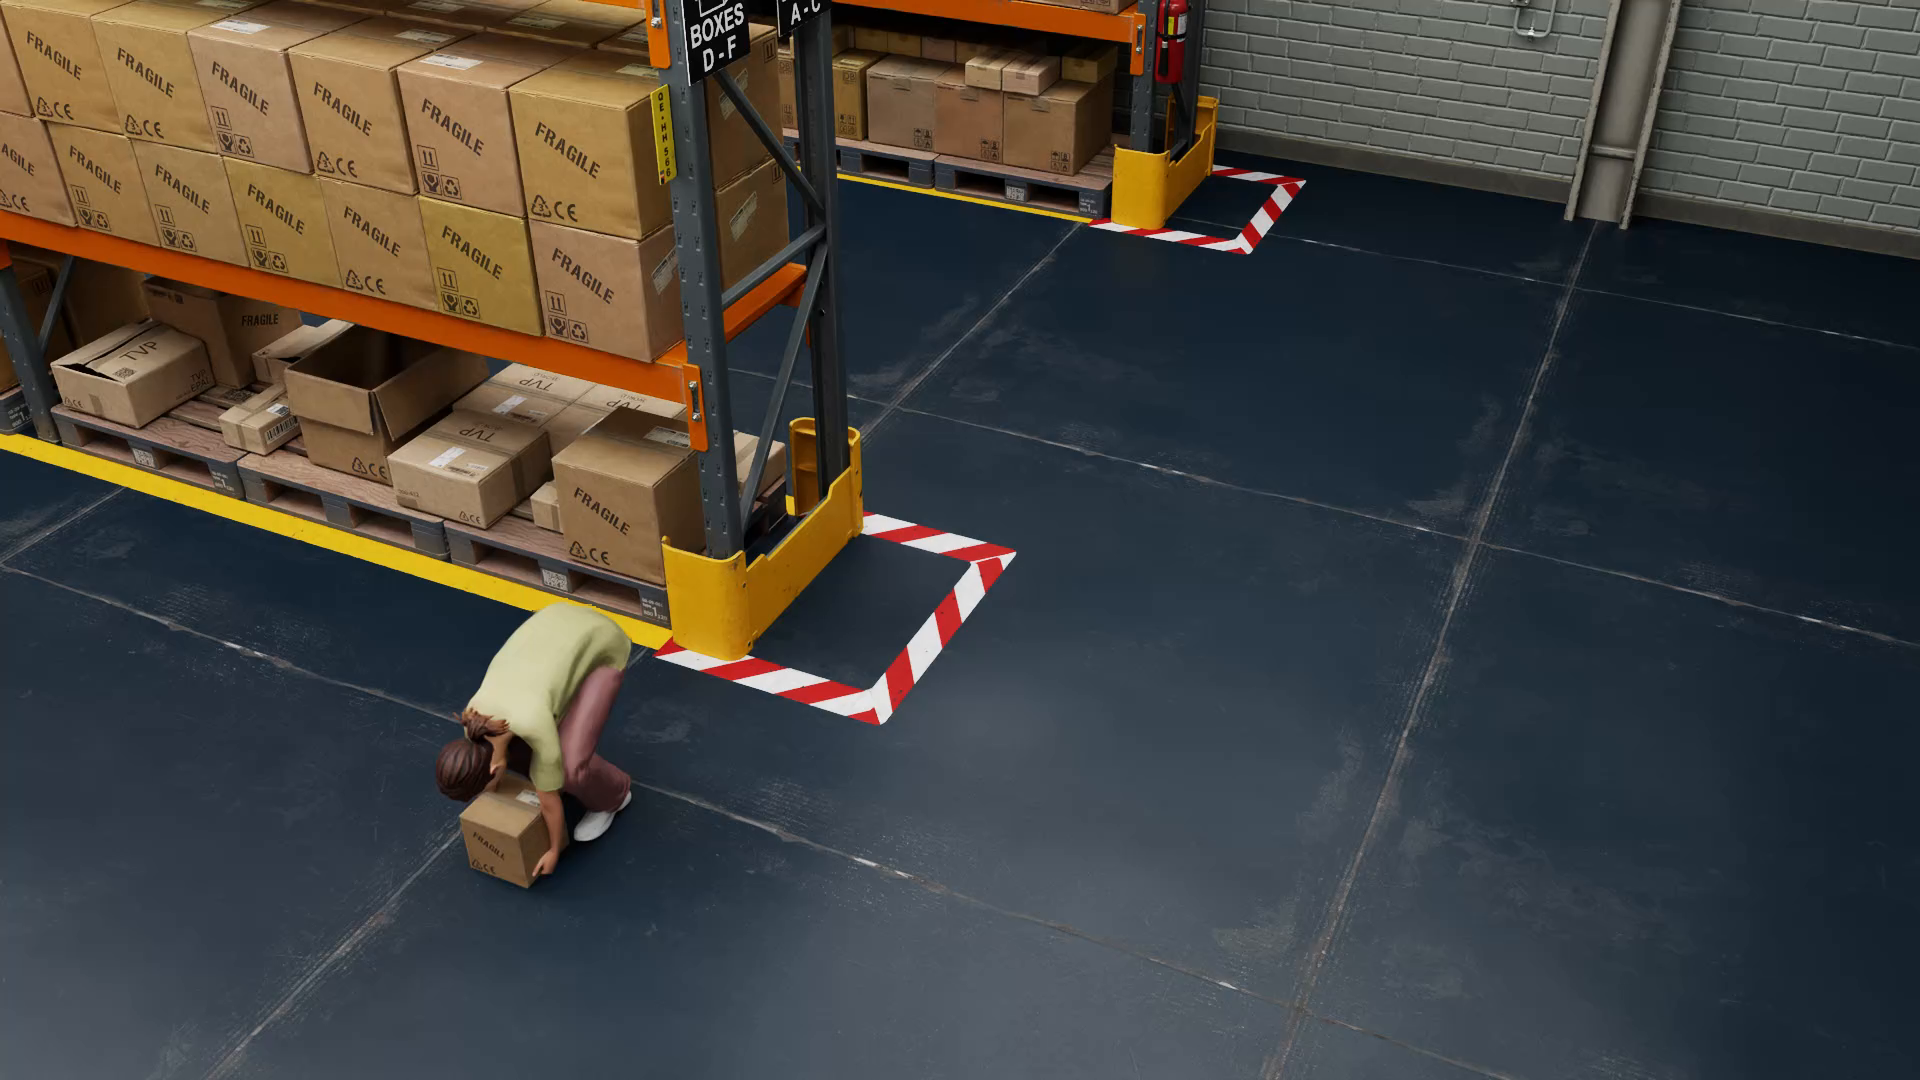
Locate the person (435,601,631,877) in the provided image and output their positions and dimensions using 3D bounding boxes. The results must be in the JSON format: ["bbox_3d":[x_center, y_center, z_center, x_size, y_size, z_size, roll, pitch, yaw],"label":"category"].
[{"bbox_3d":[-1.485,0.723,5.826,0.476,0.837,0.858,18,38,25],"label":"person"}]
